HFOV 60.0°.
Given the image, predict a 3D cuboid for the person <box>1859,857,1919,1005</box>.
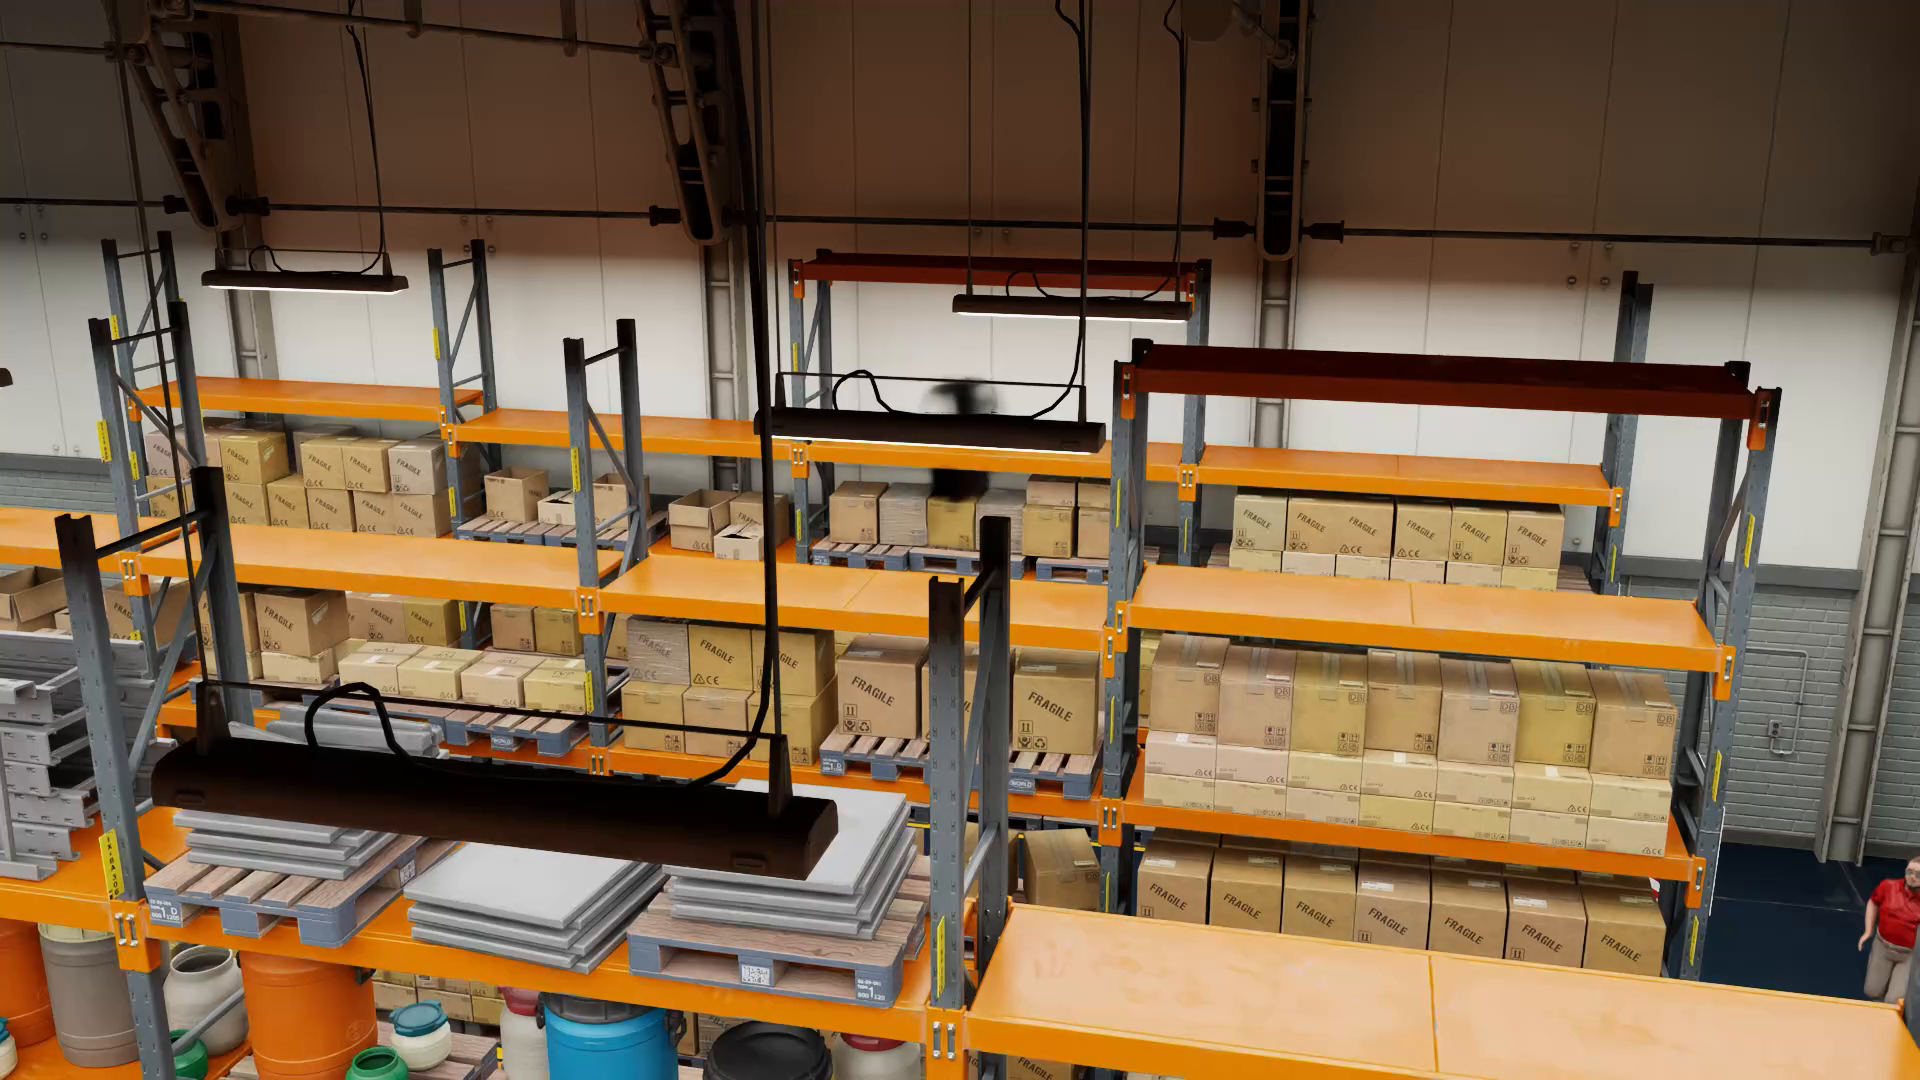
[{"bbox_3d":[7.825,3.395,13.776,0.670,1.683,0.710,14,22,40],"label":"person"}]
